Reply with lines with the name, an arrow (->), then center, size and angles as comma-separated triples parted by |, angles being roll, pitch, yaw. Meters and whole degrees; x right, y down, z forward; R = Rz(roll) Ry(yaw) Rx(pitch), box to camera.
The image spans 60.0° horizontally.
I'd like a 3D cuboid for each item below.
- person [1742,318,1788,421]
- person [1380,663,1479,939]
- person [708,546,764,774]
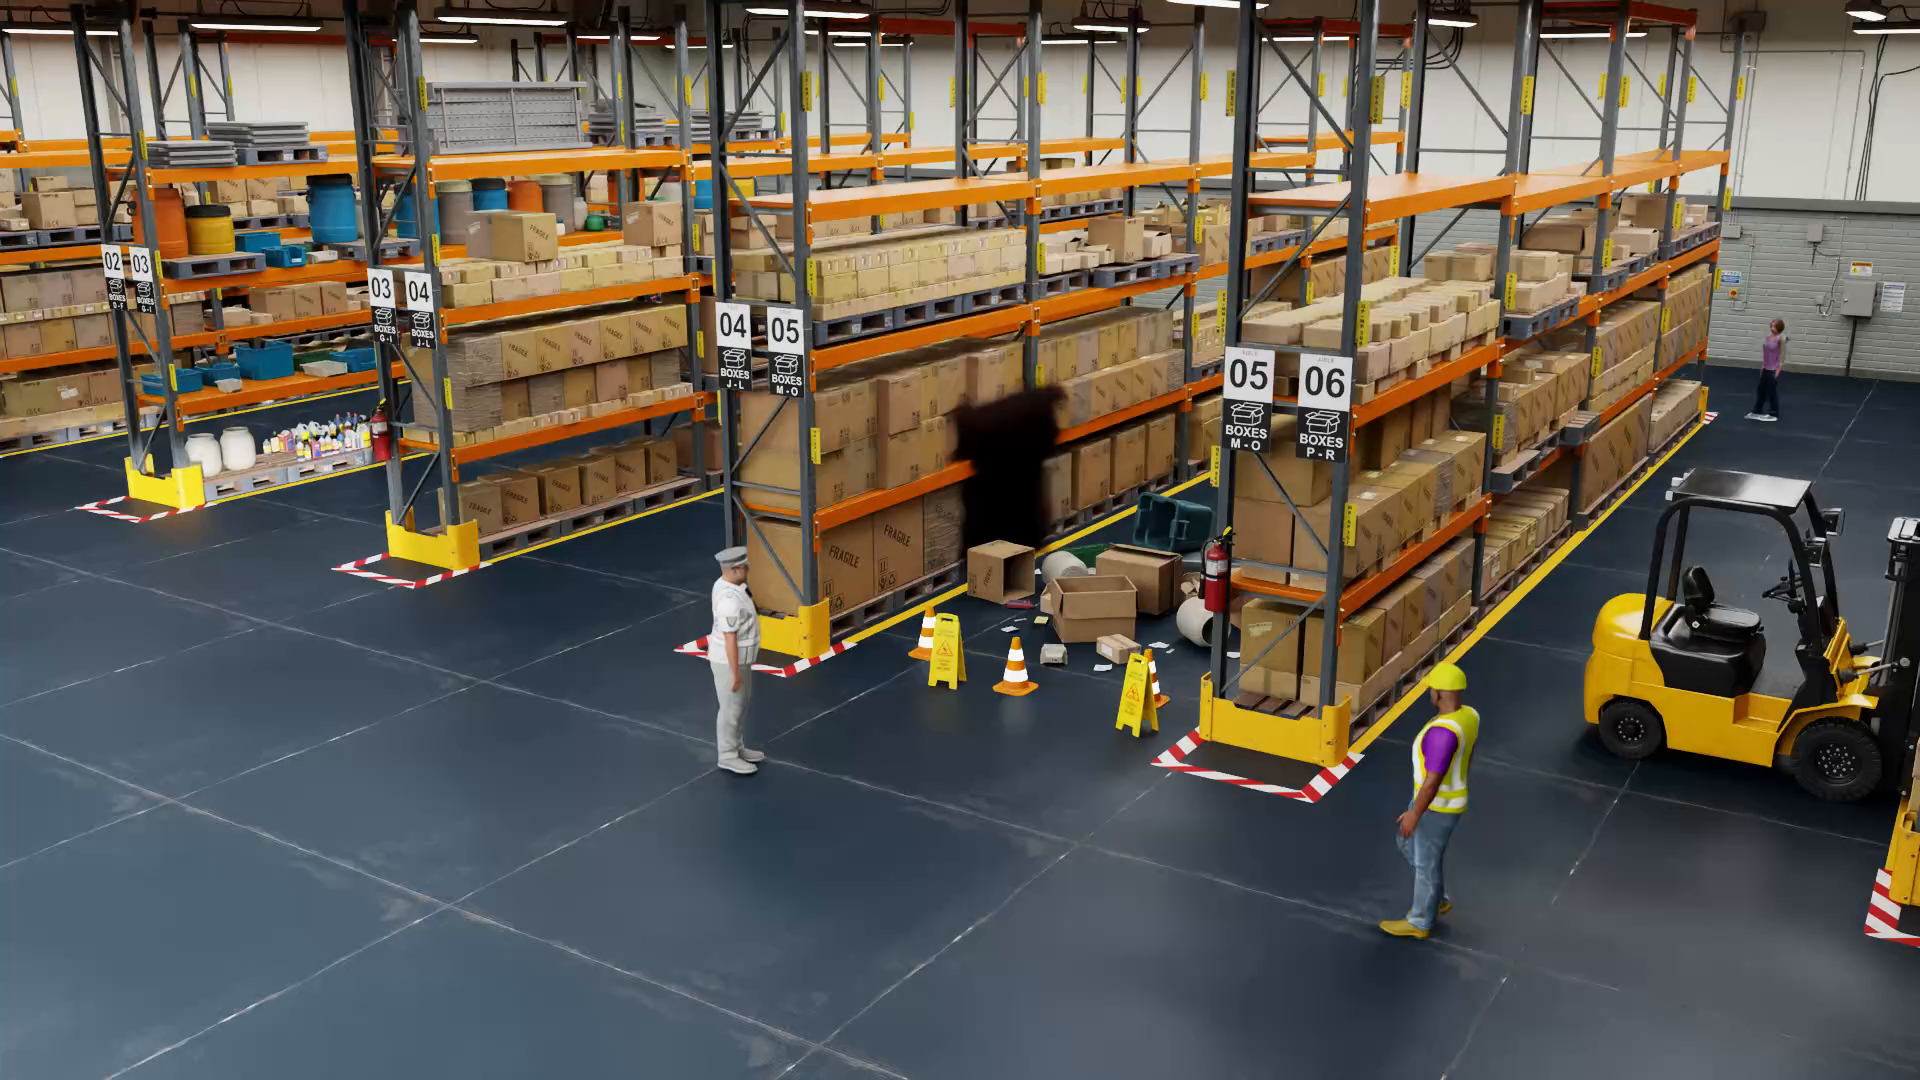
person -> 12.520, -2.626, 25.775 | 0.469, 1.624, 0.428 | 2, 16, 7
person -> 2.881, 1.621, 10.178 | 0.496, 1.802, 0.587 | 4, 16, 14
person -> -1.718, 0.909, 12.655 | 0.403, 1.766, 0.553 | -1, 16, -5
